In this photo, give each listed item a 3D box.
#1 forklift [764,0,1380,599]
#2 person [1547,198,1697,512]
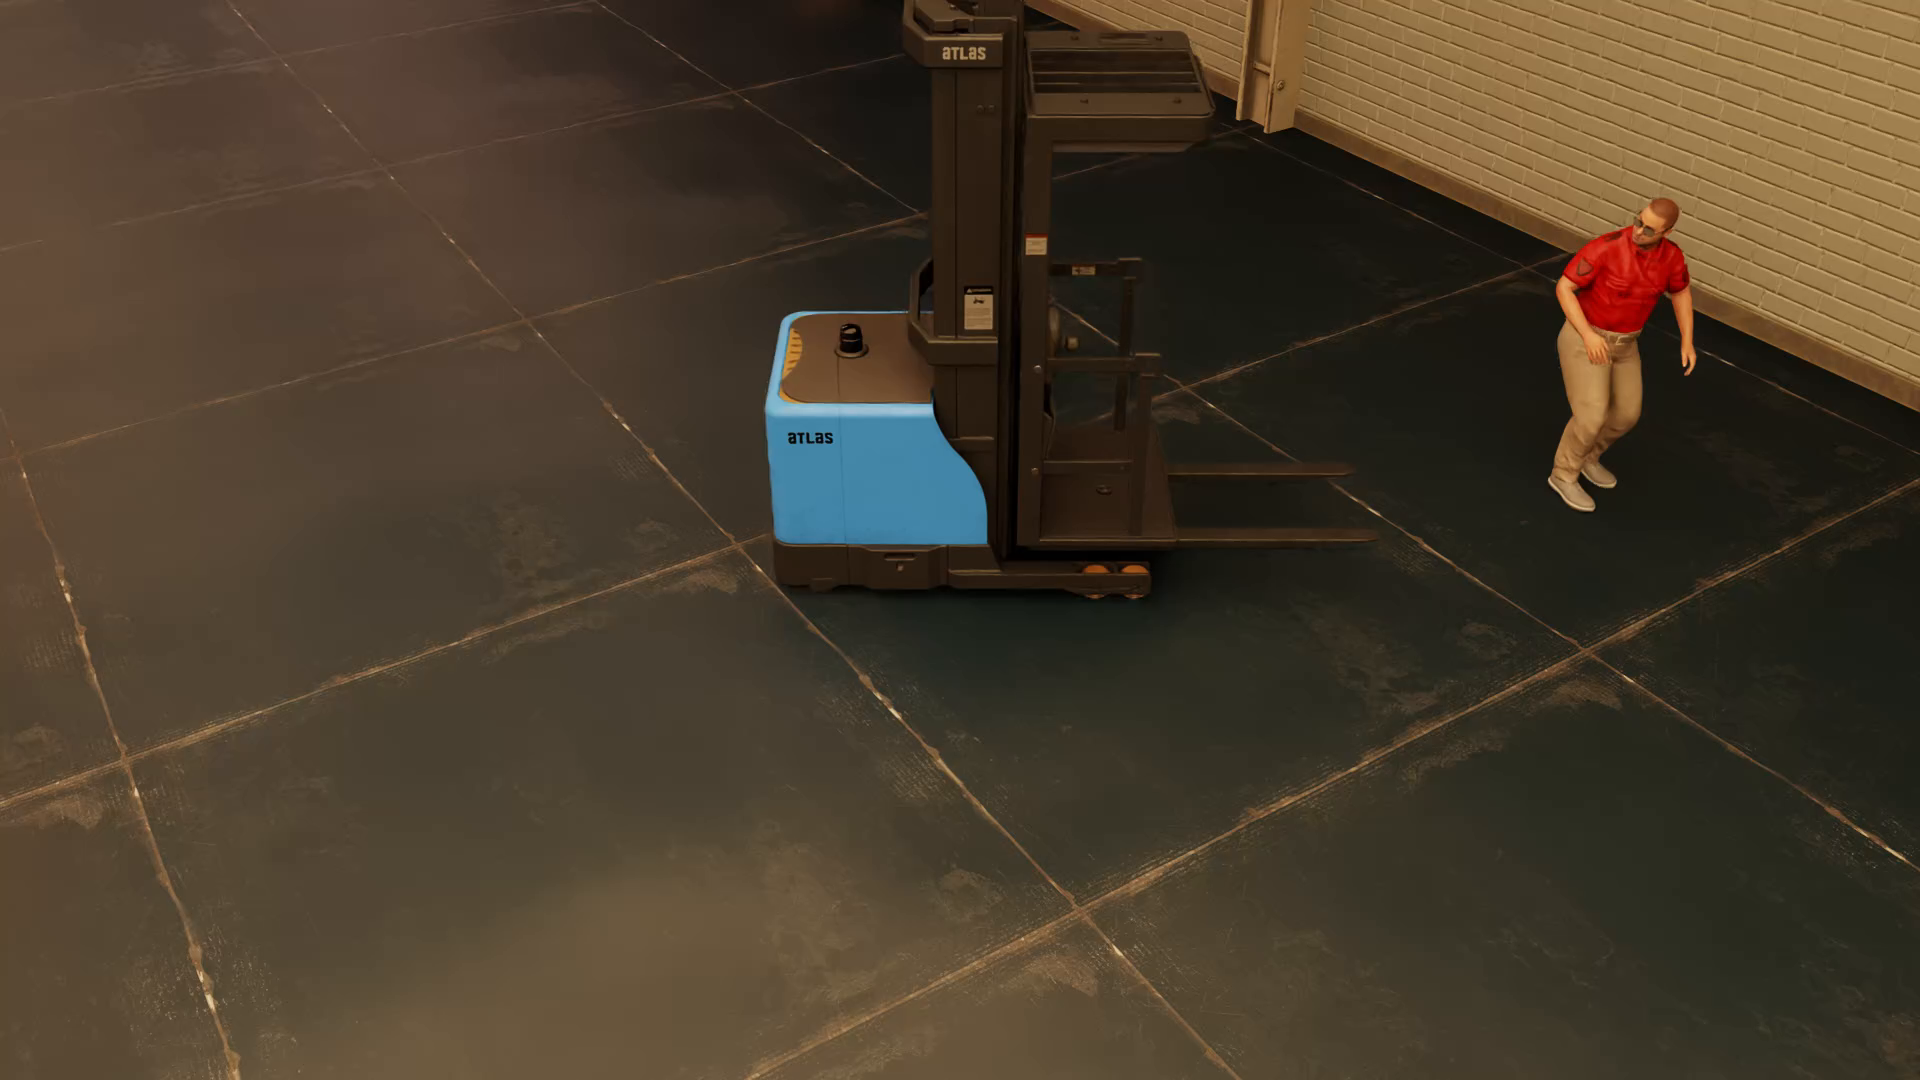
[{"bbox_3d":[0.587,-1.216,7.878,3.031,2.935,1.130,0,35,0],"label":"forklift"},{"bbox_3d":[3.445,-0.994,8.669,0.754,1.685,0.515,-12,37,-16],"label":"person"}]
